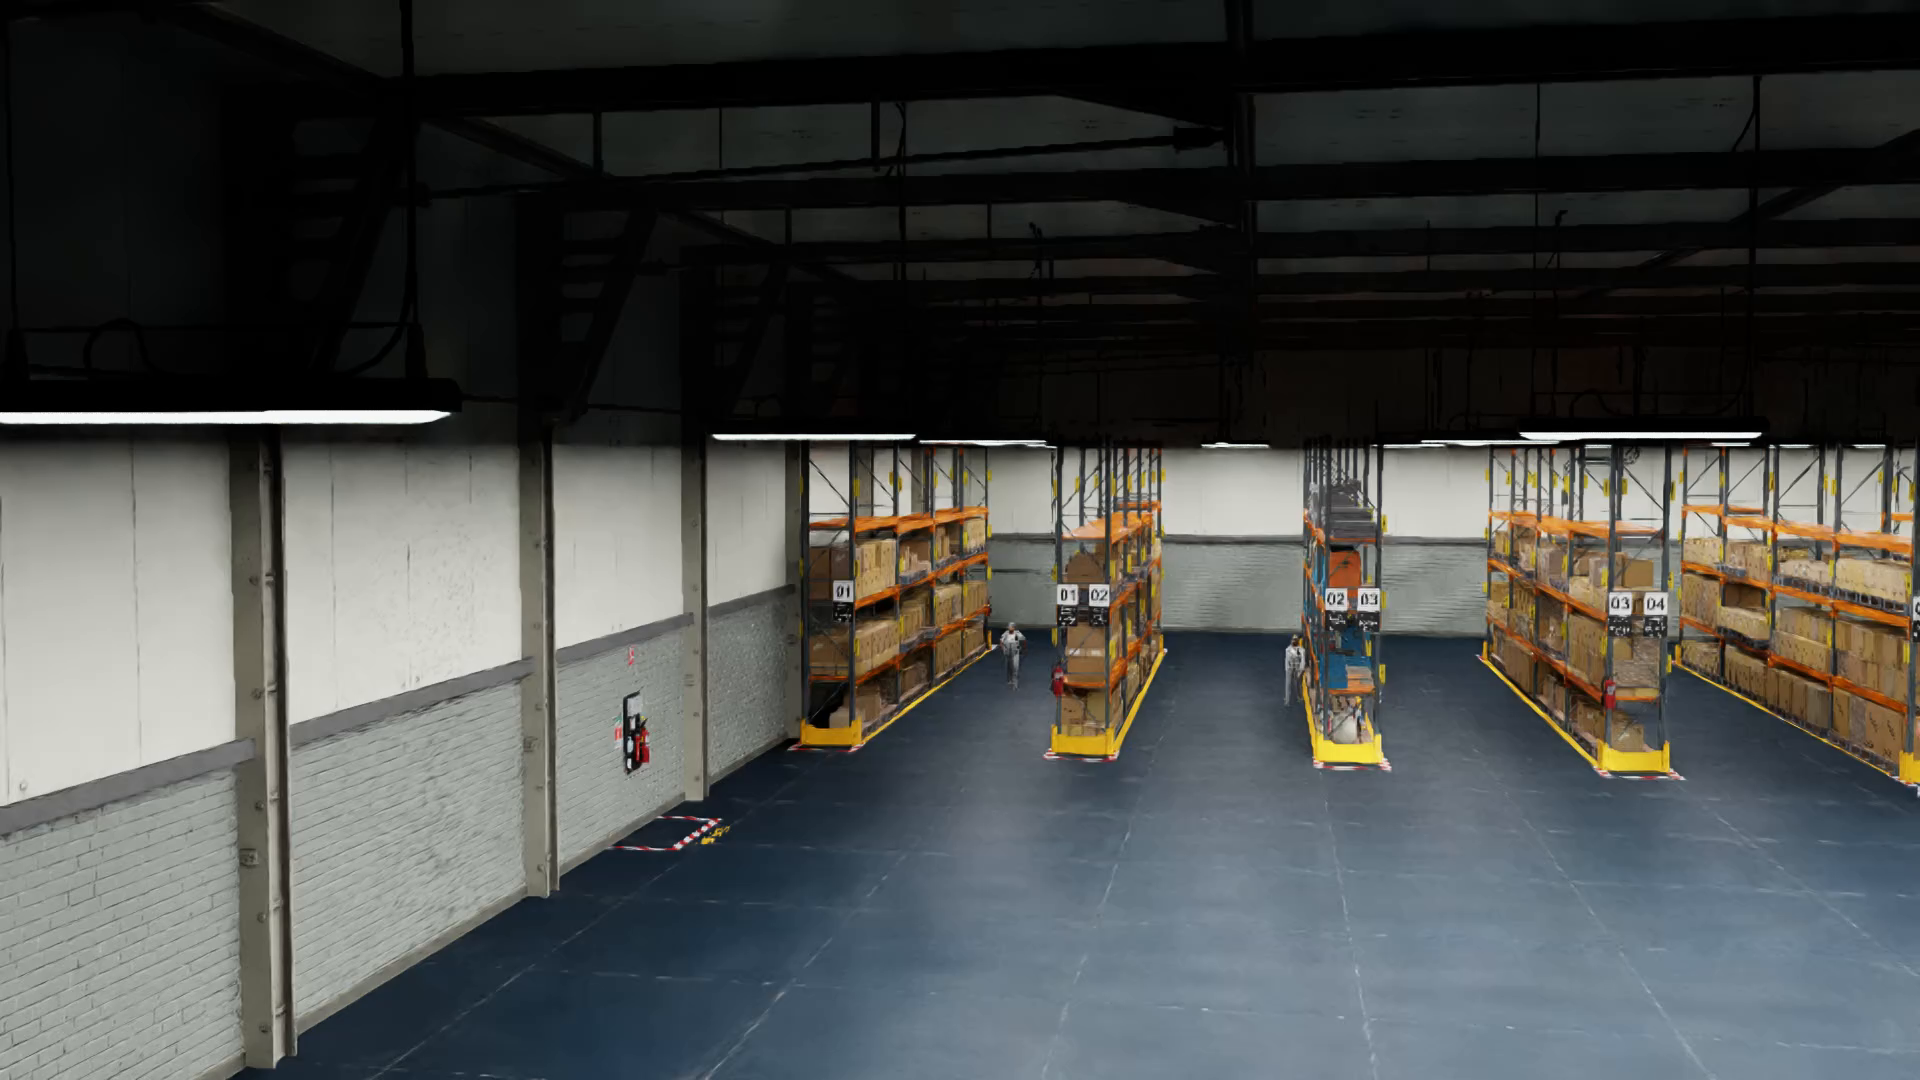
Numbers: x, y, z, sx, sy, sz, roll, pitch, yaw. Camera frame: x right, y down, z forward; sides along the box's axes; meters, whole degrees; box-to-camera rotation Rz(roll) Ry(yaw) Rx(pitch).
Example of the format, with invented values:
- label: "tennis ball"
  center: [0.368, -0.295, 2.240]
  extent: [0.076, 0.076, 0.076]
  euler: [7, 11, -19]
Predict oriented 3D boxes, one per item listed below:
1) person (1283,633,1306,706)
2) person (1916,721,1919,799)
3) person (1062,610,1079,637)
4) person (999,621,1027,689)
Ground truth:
- label: "person"
  center: [7.496, 2.884, 37.187]
  extent: [0.482, 1.621, 0.989]
  euler: [1, 3, 19]
- label: "person"
  center: [15.920, 3.396, 27.034]
  extent: [0.677, 1.742, 0.547]
  euler: [0, 3, 9]
- label: "person"
  center: [3.424, 2.142, 50.380]
  extent: [0.712, 1.712, 0.515]
  euler: [-2, 4, -30]
- label: "person"
  center: [1.265, 2.750, 40.213]
  extent: [0.628, 1.593, 0.807]
  euler: [1, 3, 16]
